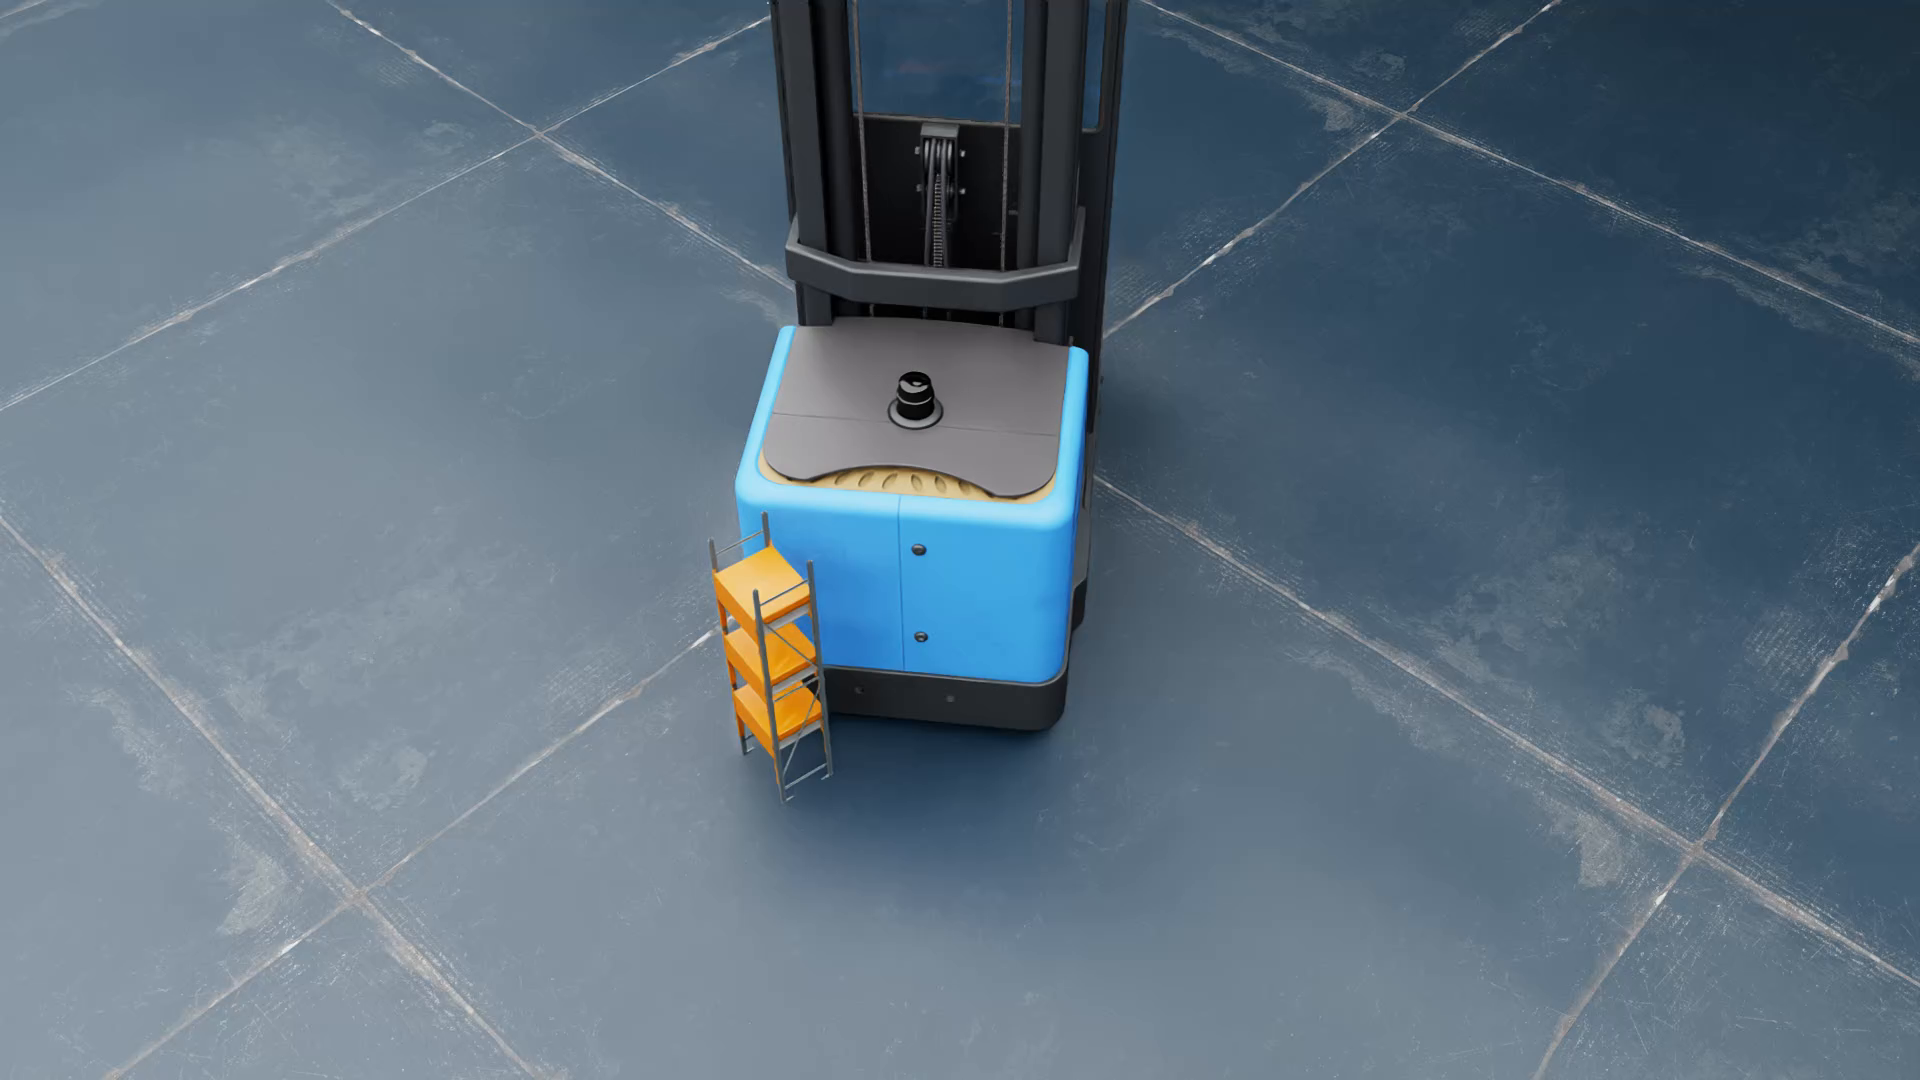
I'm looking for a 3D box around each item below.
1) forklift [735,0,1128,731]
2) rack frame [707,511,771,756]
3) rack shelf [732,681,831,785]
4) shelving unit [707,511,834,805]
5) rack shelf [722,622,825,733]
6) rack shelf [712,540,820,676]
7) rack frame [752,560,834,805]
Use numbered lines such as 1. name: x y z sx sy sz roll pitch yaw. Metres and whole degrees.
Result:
1. forklift: -0.007 -1.449 5.600 1.130 2.935 3.031 5 47 5
2. rack frame: -0.648 0.318 5.231 0.200 1.050 0.008 -28 53 -24
3. rack shelf: -0.575 0.586 5.375 0.215 0.259 0.240 -28 53 -24
4. shelving unit: -0.576 0.389 5.164 0.215 1.050 0.252 -28 53 -24
5. rack shelf: -0.576 0.396 5.172 0.215 0.259 0.240 -28 53 -24
6. rack shelf: -0.576 0.202 4.965 0.215 0.259 0.240 -28 53 -24
7. rack frame: -0.503 0.460 5.097 0.200 1.050 0.008 -28 53 -24
